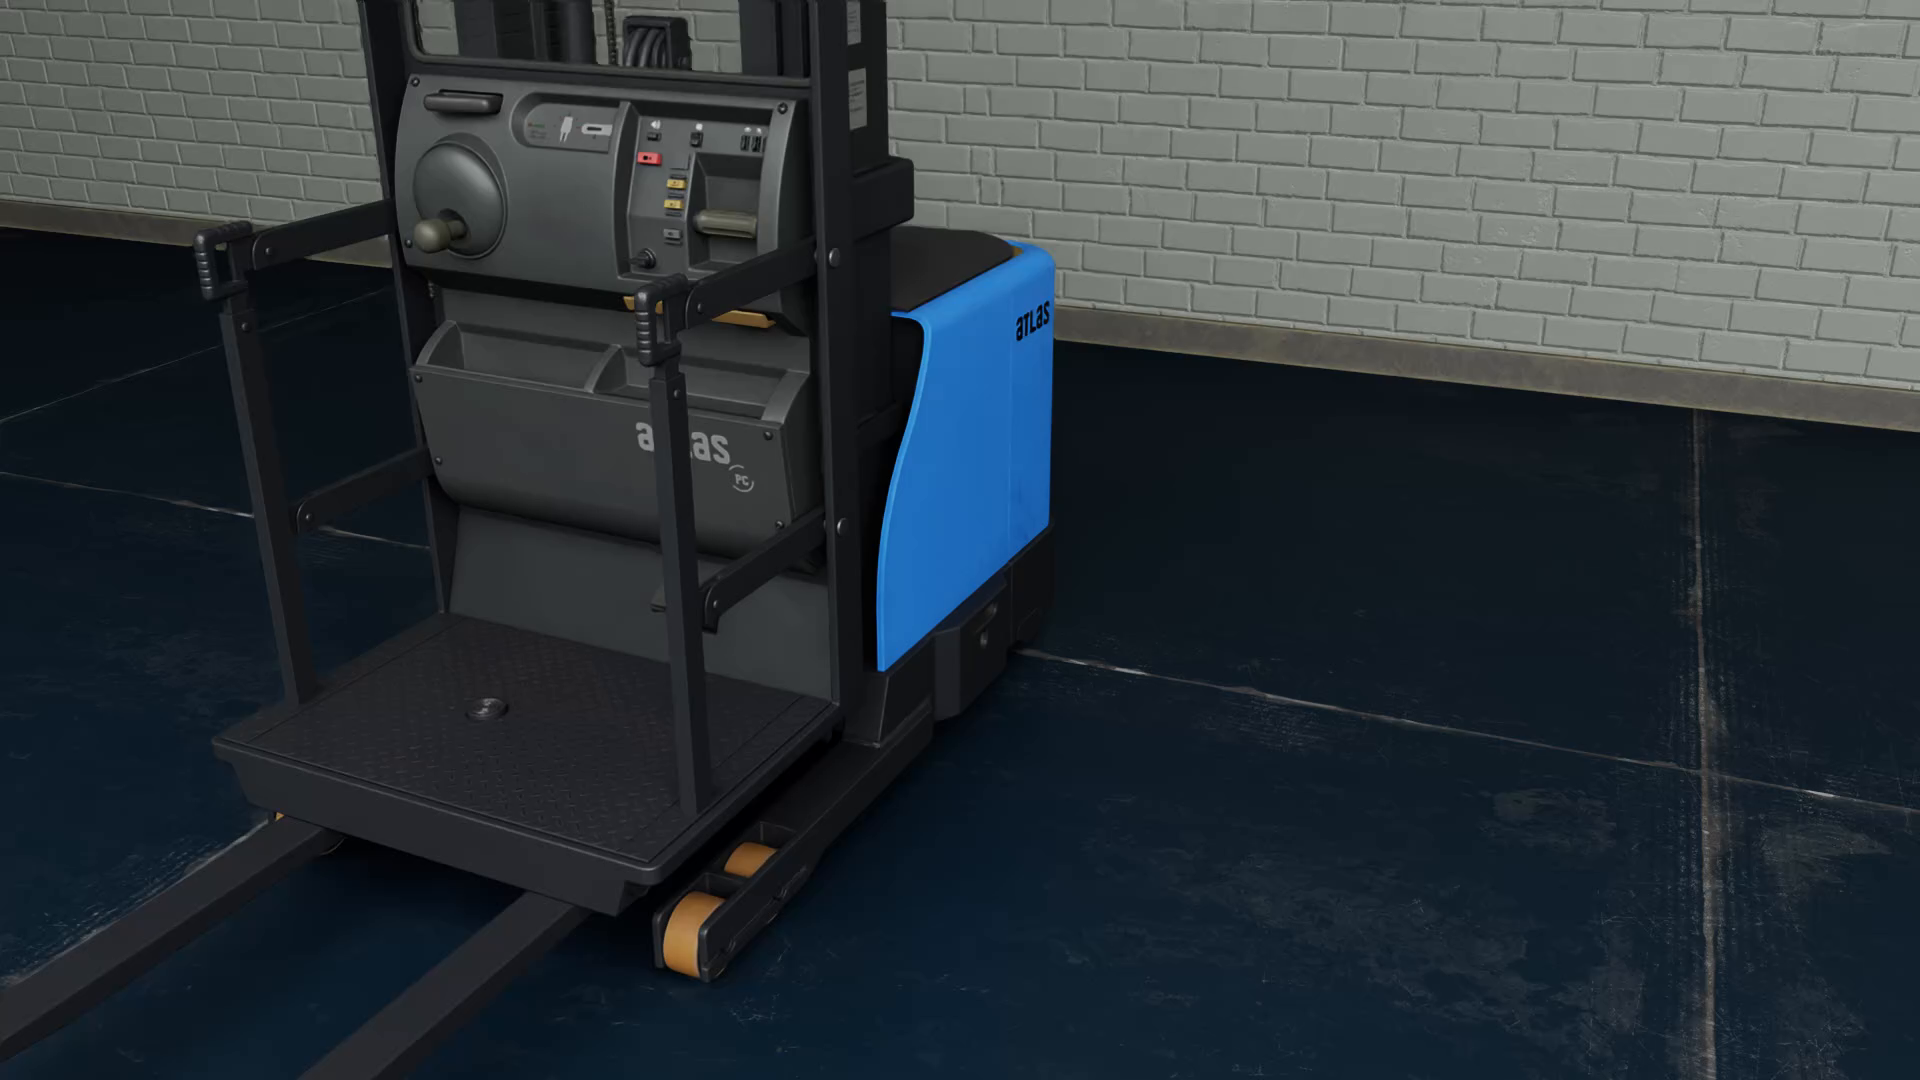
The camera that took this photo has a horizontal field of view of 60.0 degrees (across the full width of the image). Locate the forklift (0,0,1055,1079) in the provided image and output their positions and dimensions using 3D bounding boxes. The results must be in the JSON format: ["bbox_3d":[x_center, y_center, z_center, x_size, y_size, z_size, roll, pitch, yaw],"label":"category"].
[{"bbox_3d":[-0.827,-0.694,3.110,1.130,2.935,3.031,10,25,23],"label":"forklift"}]
